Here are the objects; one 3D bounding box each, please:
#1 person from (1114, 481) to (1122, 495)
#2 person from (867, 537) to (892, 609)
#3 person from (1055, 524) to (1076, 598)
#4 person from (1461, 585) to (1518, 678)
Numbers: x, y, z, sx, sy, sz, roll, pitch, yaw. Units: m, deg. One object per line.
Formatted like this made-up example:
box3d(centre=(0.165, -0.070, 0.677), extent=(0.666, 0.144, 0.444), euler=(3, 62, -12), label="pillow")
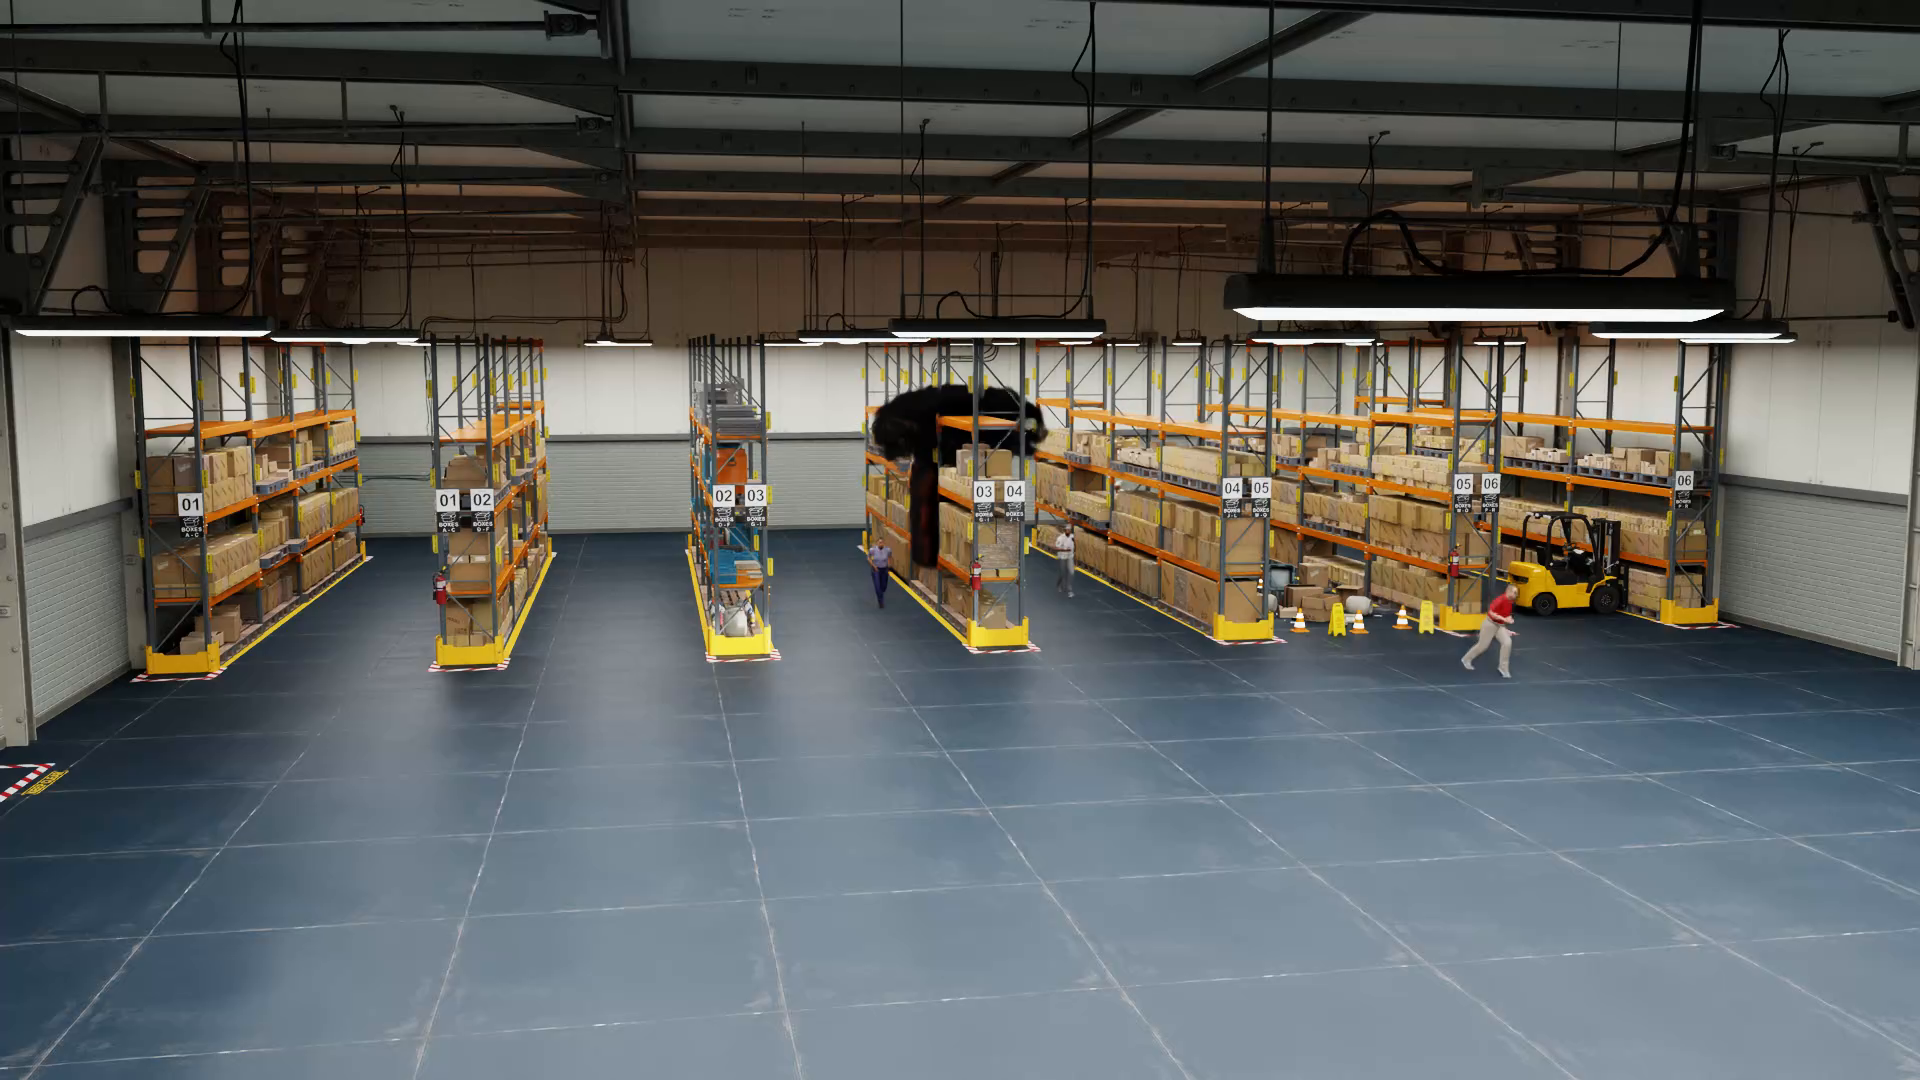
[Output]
box3d(centre=(4.859, -0.916, 50.395), extent=(0.990, 1.756, 0.725), euler=(-1, 7, -10), label="person")
box3d(centre=(-1.796, 0.706, 37.116), extent=(0.579, 1.599, 0.763), euler=(-1, 7, -7), label="person")
box3d(centre=(2.449, 0.461, 38.729), extent=(0.600, 1.731, 0.918), euler=(-3, 7, -21), label="person")
box3d(centre=(9.350, 1.589, 29.334), extent=(1.007, 1.697, 0.707), euler=(6, 9, 45), label="person")
